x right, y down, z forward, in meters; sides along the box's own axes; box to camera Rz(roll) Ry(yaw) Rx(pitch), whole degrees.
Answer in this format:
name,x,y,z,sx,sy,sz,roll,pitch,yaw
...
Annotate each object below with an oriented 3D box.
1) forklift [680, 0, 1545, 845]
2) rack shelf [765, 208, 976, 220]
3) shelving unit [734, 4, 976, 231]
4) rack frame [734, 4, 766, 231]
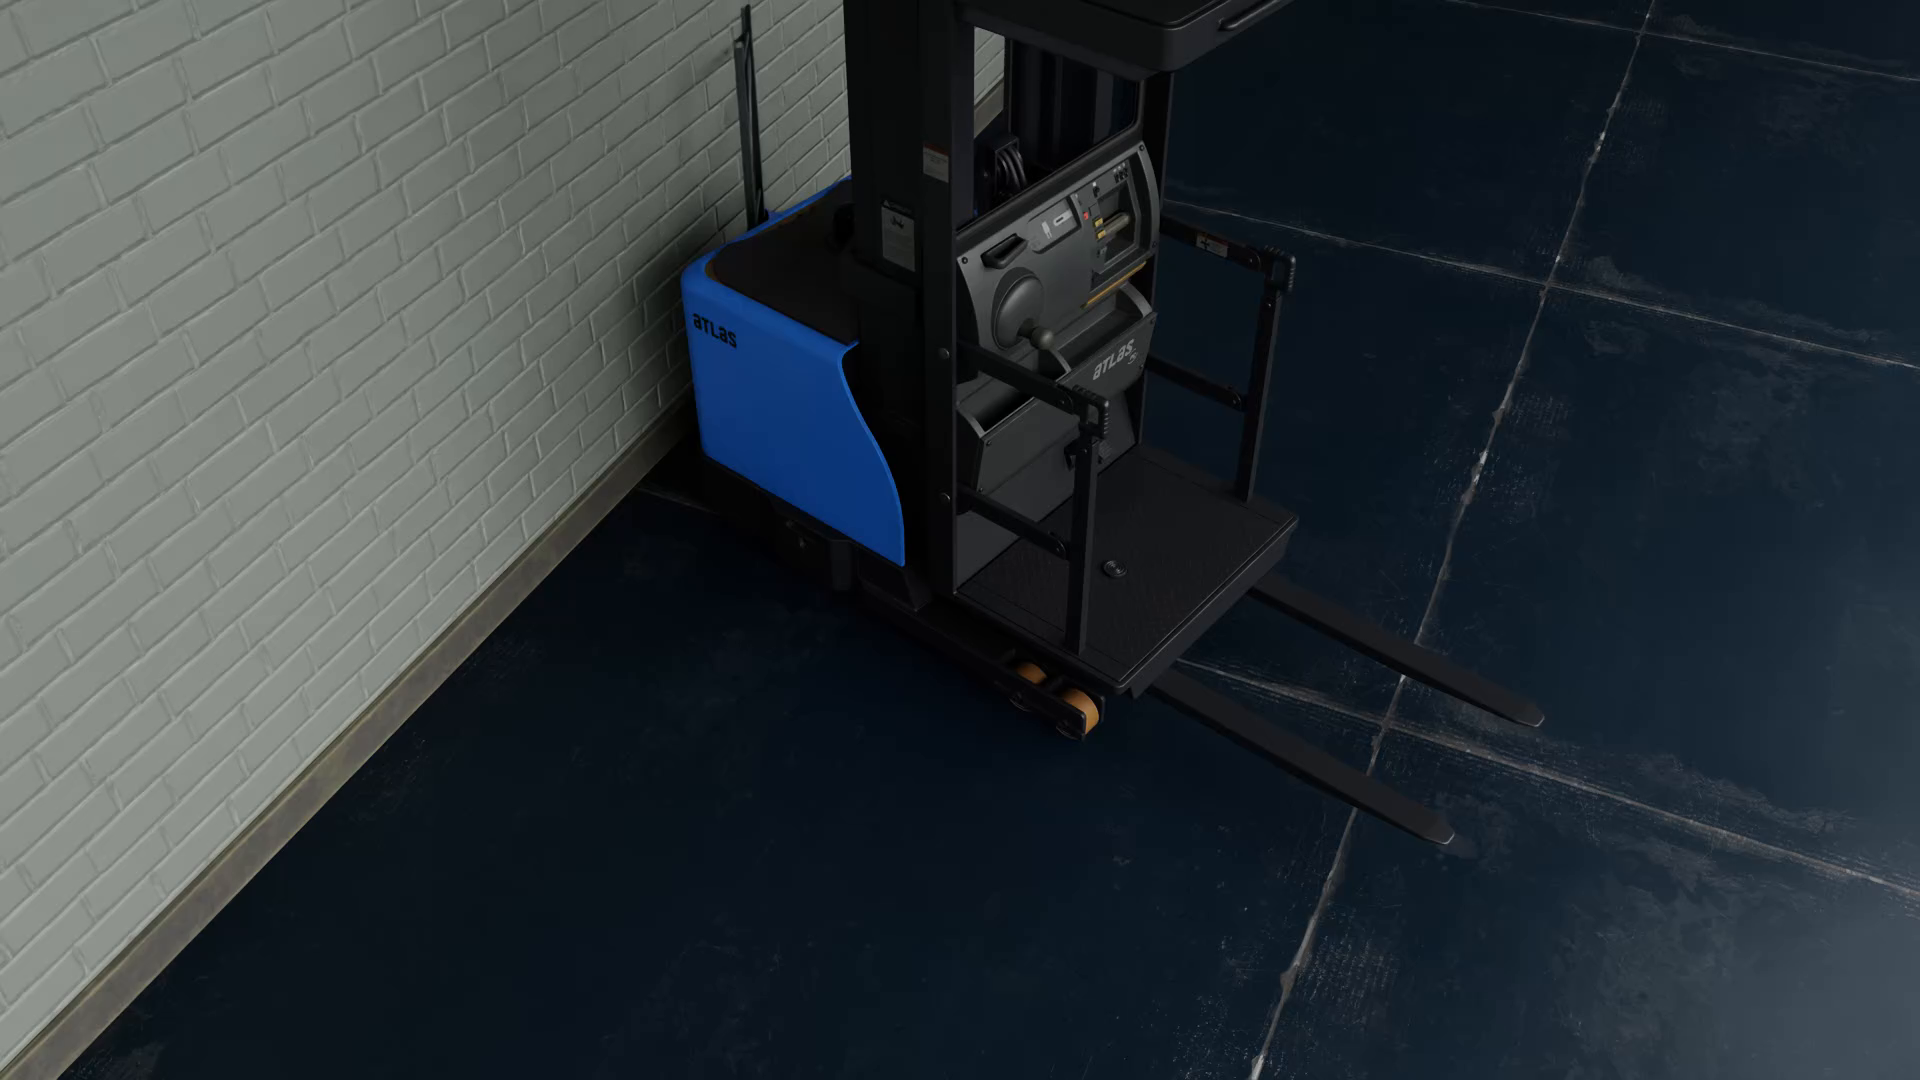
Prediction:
name,x,y,z,sx,sy,sz,roll,pitch,yaw
forklift,0.478,-0.847,4.989,3.031,2.935,1.130,29,48,29
rack shelf,-0.294,-1.146,6.669,1.000,0.185,0.538,-1,35,-2
shelving unit,-0.294,-1.292,6.565,1.048,1.500,0.538,-1,35,-2
rack frame,-0.801,-1.279,6.546,0.032,1.500,0.500,-1,35,-2
